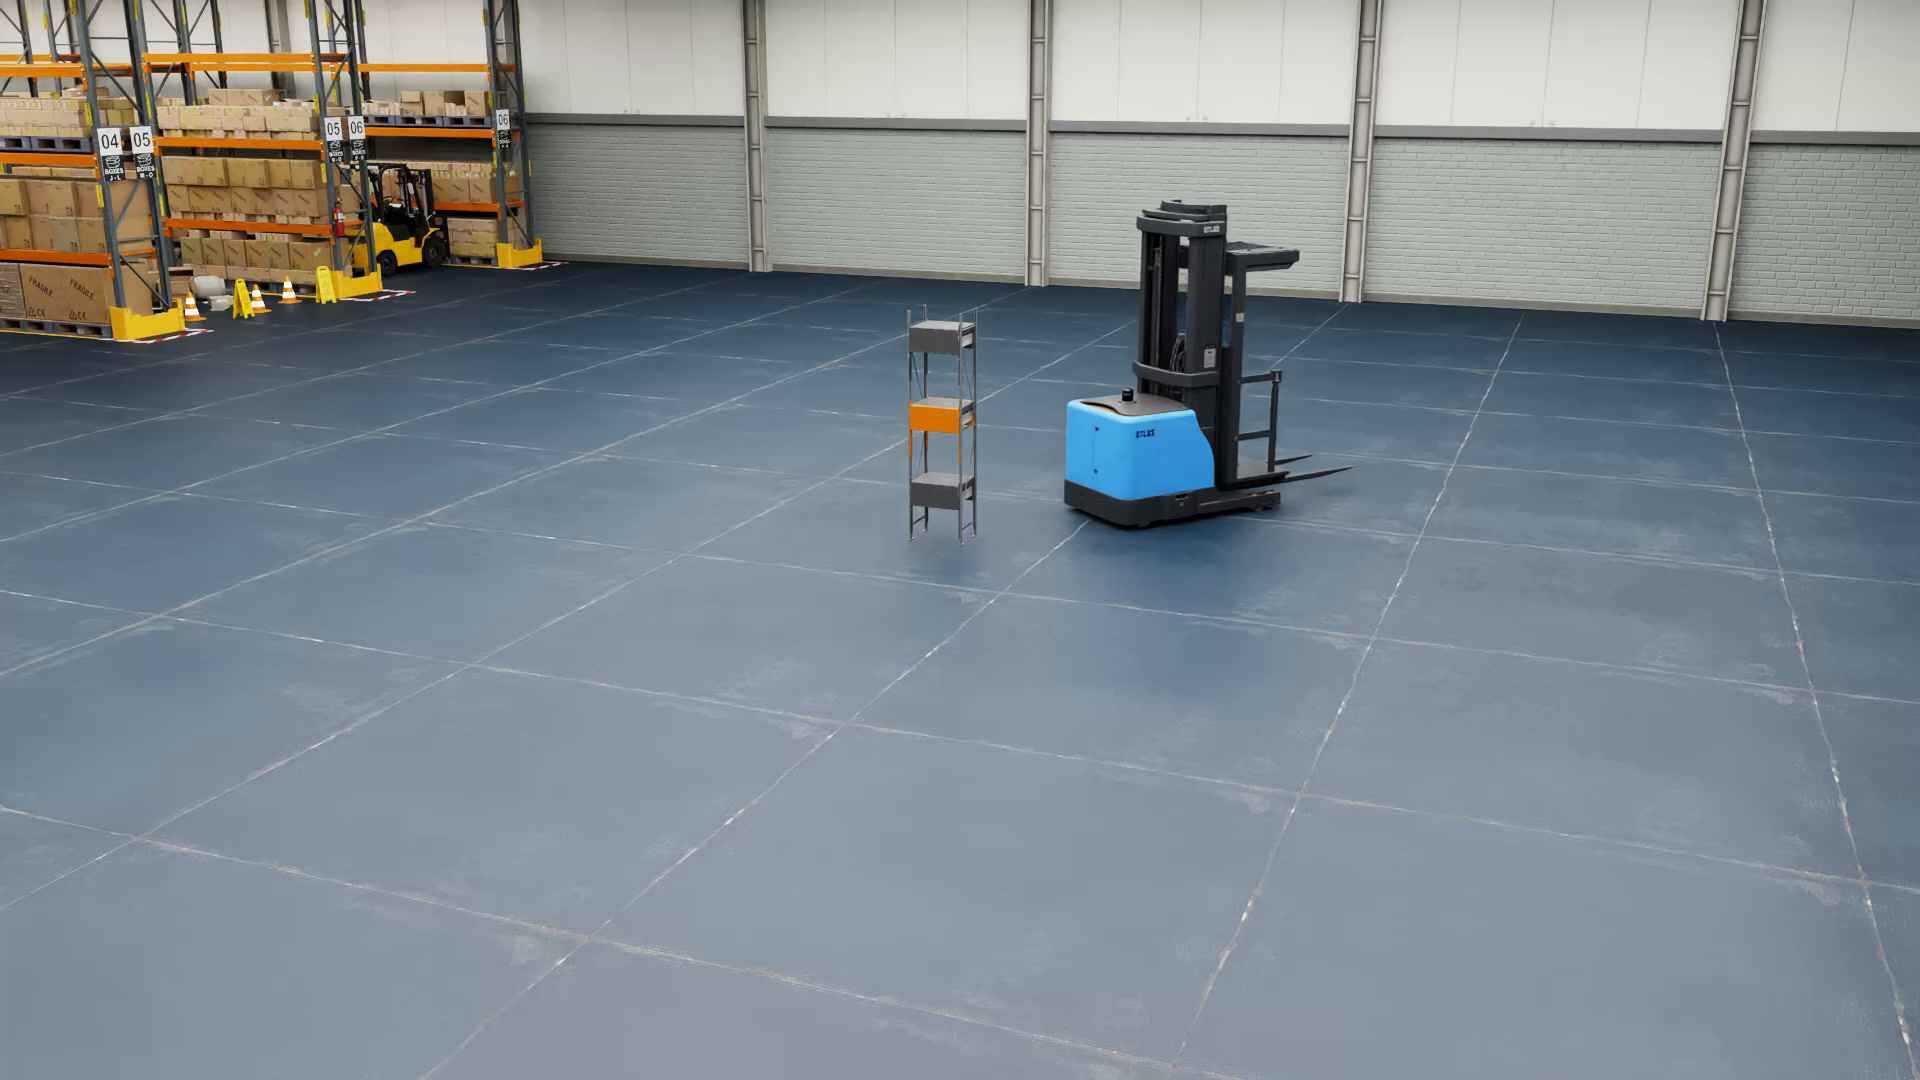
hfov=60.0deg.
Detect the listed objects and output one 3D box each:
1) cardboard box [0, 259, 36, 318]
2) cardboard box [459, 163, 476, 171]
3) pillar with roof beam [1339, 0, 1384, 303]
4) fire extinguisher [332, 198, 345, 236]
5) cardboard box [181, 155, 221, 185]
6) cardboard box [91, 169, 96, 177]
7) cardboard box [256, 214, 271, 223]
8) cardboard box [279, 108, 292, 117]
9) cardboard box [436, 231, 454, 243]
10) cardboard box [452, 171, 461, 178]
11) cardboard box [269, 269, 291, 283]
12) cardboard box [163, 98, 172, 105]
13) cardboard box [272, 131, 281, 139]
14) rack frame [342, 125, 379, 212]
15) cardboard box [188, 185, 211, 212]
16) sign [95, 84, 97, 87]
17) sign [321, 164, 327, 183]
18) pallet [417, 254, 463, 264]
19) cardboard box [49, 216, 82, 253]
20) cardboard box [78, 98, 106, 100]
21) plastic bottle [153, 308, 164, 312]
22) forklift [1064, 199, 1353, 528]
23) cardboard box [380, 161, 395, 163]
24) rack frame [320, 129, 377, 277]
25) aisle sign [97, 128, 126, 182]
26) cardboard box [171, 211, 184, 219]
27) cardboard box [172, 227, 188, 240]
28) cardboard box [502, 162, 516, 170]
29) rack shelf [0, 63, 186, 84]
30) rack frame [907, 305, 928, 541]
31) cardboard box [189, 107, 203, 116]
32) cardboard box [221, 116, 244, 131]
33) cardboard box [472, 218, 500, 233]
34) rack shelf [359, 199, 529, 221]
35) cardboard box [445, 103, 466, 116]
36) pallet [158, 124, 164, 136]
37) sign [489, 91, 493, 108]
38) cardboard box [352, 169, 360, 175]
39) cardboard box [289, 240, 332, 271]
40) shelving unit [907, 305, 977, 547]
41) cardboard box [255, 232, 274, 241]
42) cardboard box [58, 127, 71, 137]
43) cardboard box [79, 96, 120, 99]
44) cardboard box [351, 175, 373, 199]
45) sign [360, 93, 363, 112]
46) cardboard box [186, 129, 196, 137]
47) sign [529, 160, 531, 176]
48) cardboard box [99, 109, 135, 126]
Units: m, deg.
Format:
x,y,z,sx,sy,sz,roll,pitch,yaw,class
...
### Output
x,y,z,sx,sy,sz,roll,pitch,yaw,class
-15.220,-4.130,27.076,0.875,0.875,0.875,6,17,21,cardboard box
-10.263,-7.816,34.840,0.250,0.149,0.380,7,17,22,cardboard box
5.490,-7.523,24.946,0.400,9.000,9.100,6,17,21,pillar with roof beam
-11.238,-5.839,30.044,0.183,0.674,0.296,6,17,21,fire extinguisher
-14.100,-6.928,31.151,0.500,0.500,0.700,6,17,21,cardboard box
-16.350,-6.901,32.099,0.500,0.500,0.500,7,18,23,cardboard box
-12.818,-5.982,30.849,0.250,0.149,0.380,6,17,20,cardboard box
-12.069,-7.725,30.045,0.250,0.149,0.380,6,17,20,cardboard box
-10.876,-6.486,35.417,0.500,0.250,0.500,6,17,19,cardboard box
-10.477,-7.706,34.995,0.250,0.149,0.380,6,17,20,cardboard box
-12.505,-4.956,31.044,0.500,0.250,0.500,6,17,21,cardboard box
-17.700,-9.843,37.338,0.250,0.149,0.380,6,17,19,cardboard box
-12.300,-7.387,30.309,0.250,0.149,0.380,6,17,21,cardboard box
-13.079,-7.704,36.330,0.127,3.000,1.000,6,17,21,rack frame
-14.114,-6.444,31.279,0.500,0.500,0.500,6,17,20,cardboard box
-20.321,-10.544,39.101,0.005,0.325,0.100,6,17,21,sign
-11.398,-6.573,29.791,0.005,0.325,0.100,6,17,21,sign
-11.216,-6.148,35.973,1.213,0.211,1.003,6,17,21,pallet
-13.779,-4.862,26.271,0.550,0.550,0.875,6,17,21,cardboard box
-13.563,-6.834,26.041,0.250,0.149,0.380,6,17,20,cardboard box
-13.921,-3.972,28.746,0.283,0.061,0.133,0,16,1,plastic bottle
2.542,-1.805,16.134,3.031,2.935,1.130,-9,19,-29,forklift
-12.172,-8.017,35.531,0.250,0.149,0.380,7,17,22,cardboard box
-11.176,-6.007,30.485,0.127,3.000,1.000,6,17,21,rack frame
-12.942,-5.876,25.372,0.004,0.787,0.394,6,17,21,aisle sign
-14.721,-6.180,31.532,0.250,0.149,0.380,6,17,20,cardboard box
-17.734,-7.156,38.172,0.500,0.500,0.500,6,17,20,cardboard box
-9.592,-7.887,35.084,0.250,0.149,0.380,6,17,20,cardboard box
-16.757,-8.964,31.919,4.000,0.370,1.077,6,17,21,rack shelf
-0.381,-1.050,15.025,0.015,2.100,0.400,6,17,21,rack frame
-13.994,-7.920,30.714,0.250,0.149,0.380,6,17,20,cardboard box
-13.173,-7.655,30.518,0.500,0.250,0.500,6,17,21,cardboard box
-9.901,-6.622,34.990,0.500,0.250,0.500,7,18,22,cardboard box
-11.218,-7.154,35.726,4.000,0.370,1.077,6,17,21,rack shelf
-10.476,-8.952,34.559,0.258,0.266,0.396,6,17,21,cardboard box
-15.432,-7.857,31.815,1.003,0.211,1.213,6,17,21,pallet
-9.570,-8.983,33.910,0.005,0.325,0.100,6,17,21,sign
-12.879,-7.963,35.878,0.250,0.149,0.380,6,17,20,cardboard box
-12.017,-5.263,30.754,0.500,0.500,0.500,6,17,21,cardboard box
-0.154,-1.025,14.939,0.503,2.100,0.431,6,17,21,shelving unit
-12.860,-5.648,30.919,0.250,0.149,0.380,7,18,23,cardboard box
-13.566,-6.254,25.475,0.250,0.149,0.380,6,17,21,cardboard box
-16.440,-8.351,31.799,0.500,0.250,0.500,7,17,22,cardboard box
-12.762,-7.639,35.927,0.500,0.500,0.500,6,17,19,cardboard box
-10.977,-8.008,30.430,0.005,0.325,0.100,6,17,21,sign
-14.203,-7.603,31.051,0.250,0.149,0.380,6,17,21,cardboard box
-9.149,-7.892,35.283,0.005,0.325,0.100,6,17,21,sign
-13.253,-6.590,25.915,0.500,0.250,0.500,6,17,21,cardboard box
